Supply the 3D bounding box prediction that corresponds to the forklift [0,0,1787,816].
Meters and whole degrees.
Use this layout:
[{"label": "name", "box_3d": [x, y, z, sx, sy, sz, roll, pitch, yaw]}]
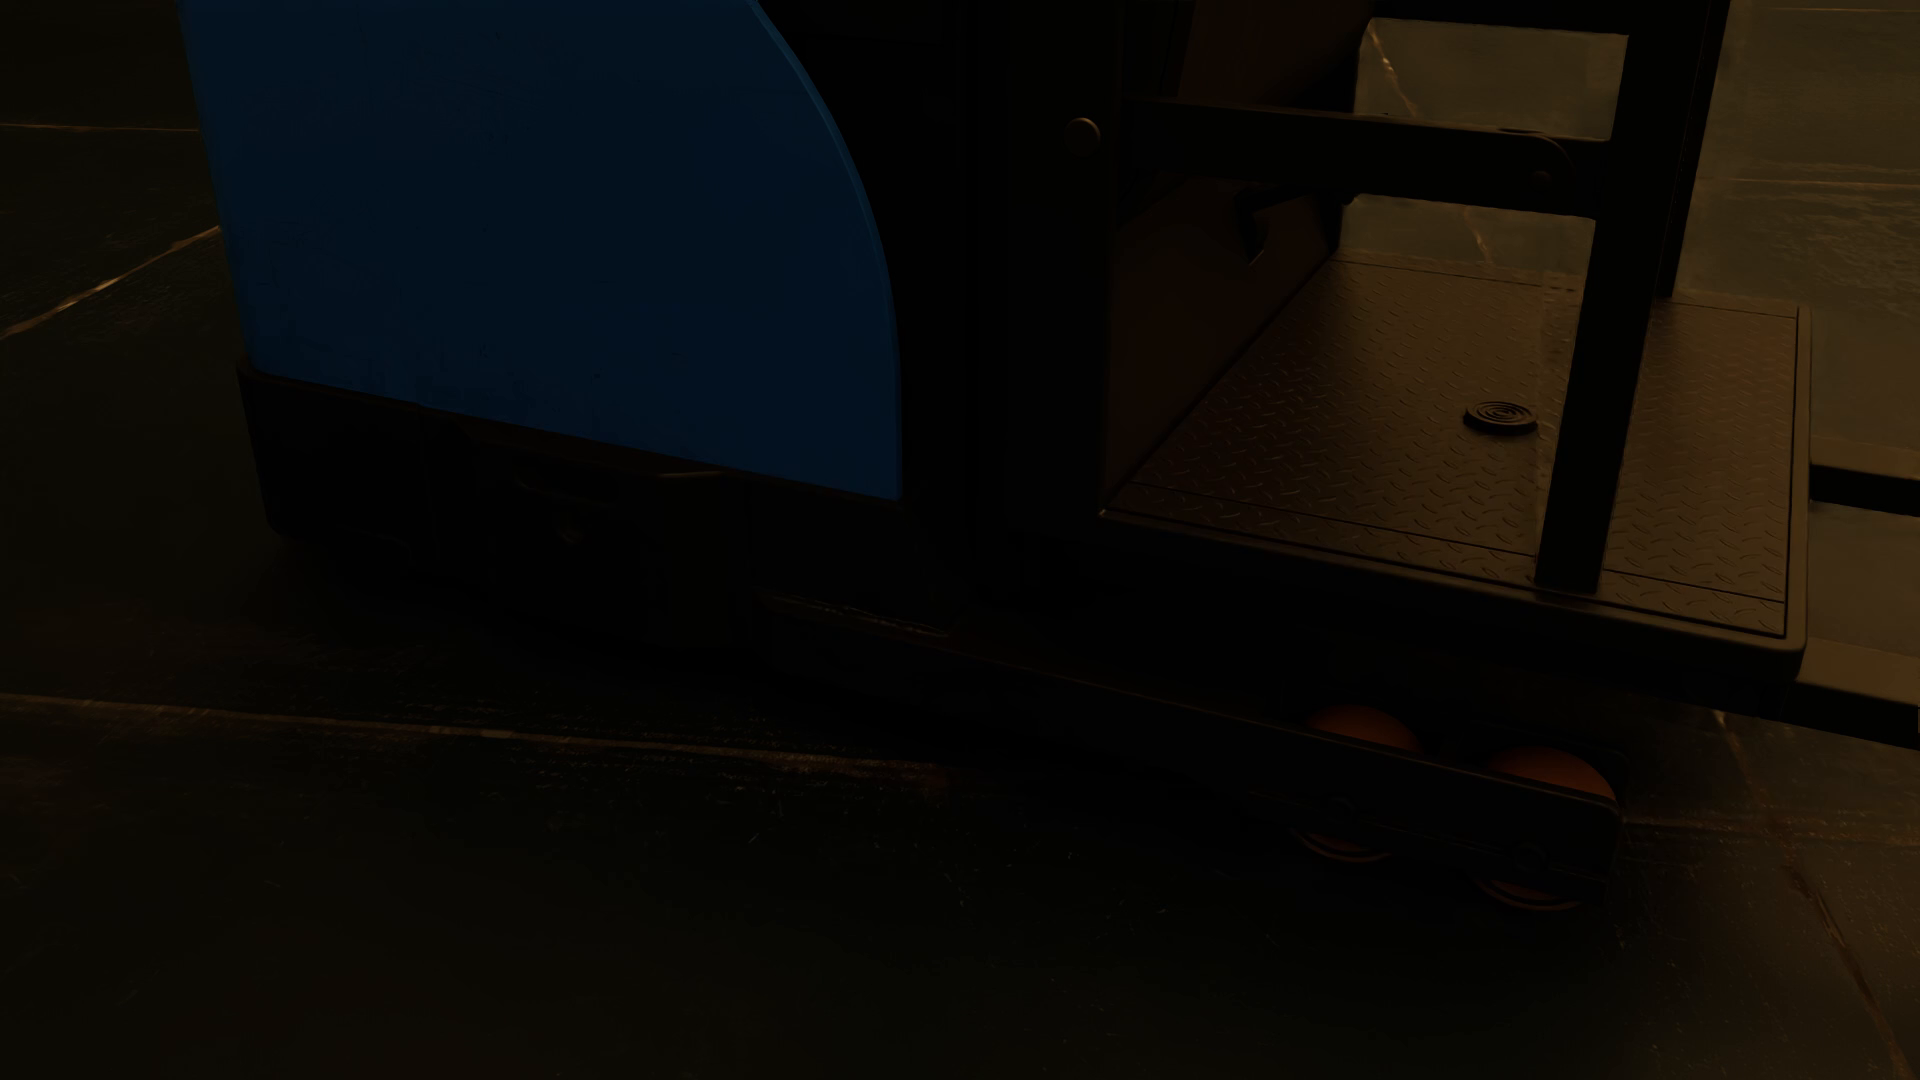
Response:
[{"label": "forklift", "box_3d": [-0.593, -1.365, 1.953, 3.031, 2.935, 1.130, 7, 27, 14]}]
